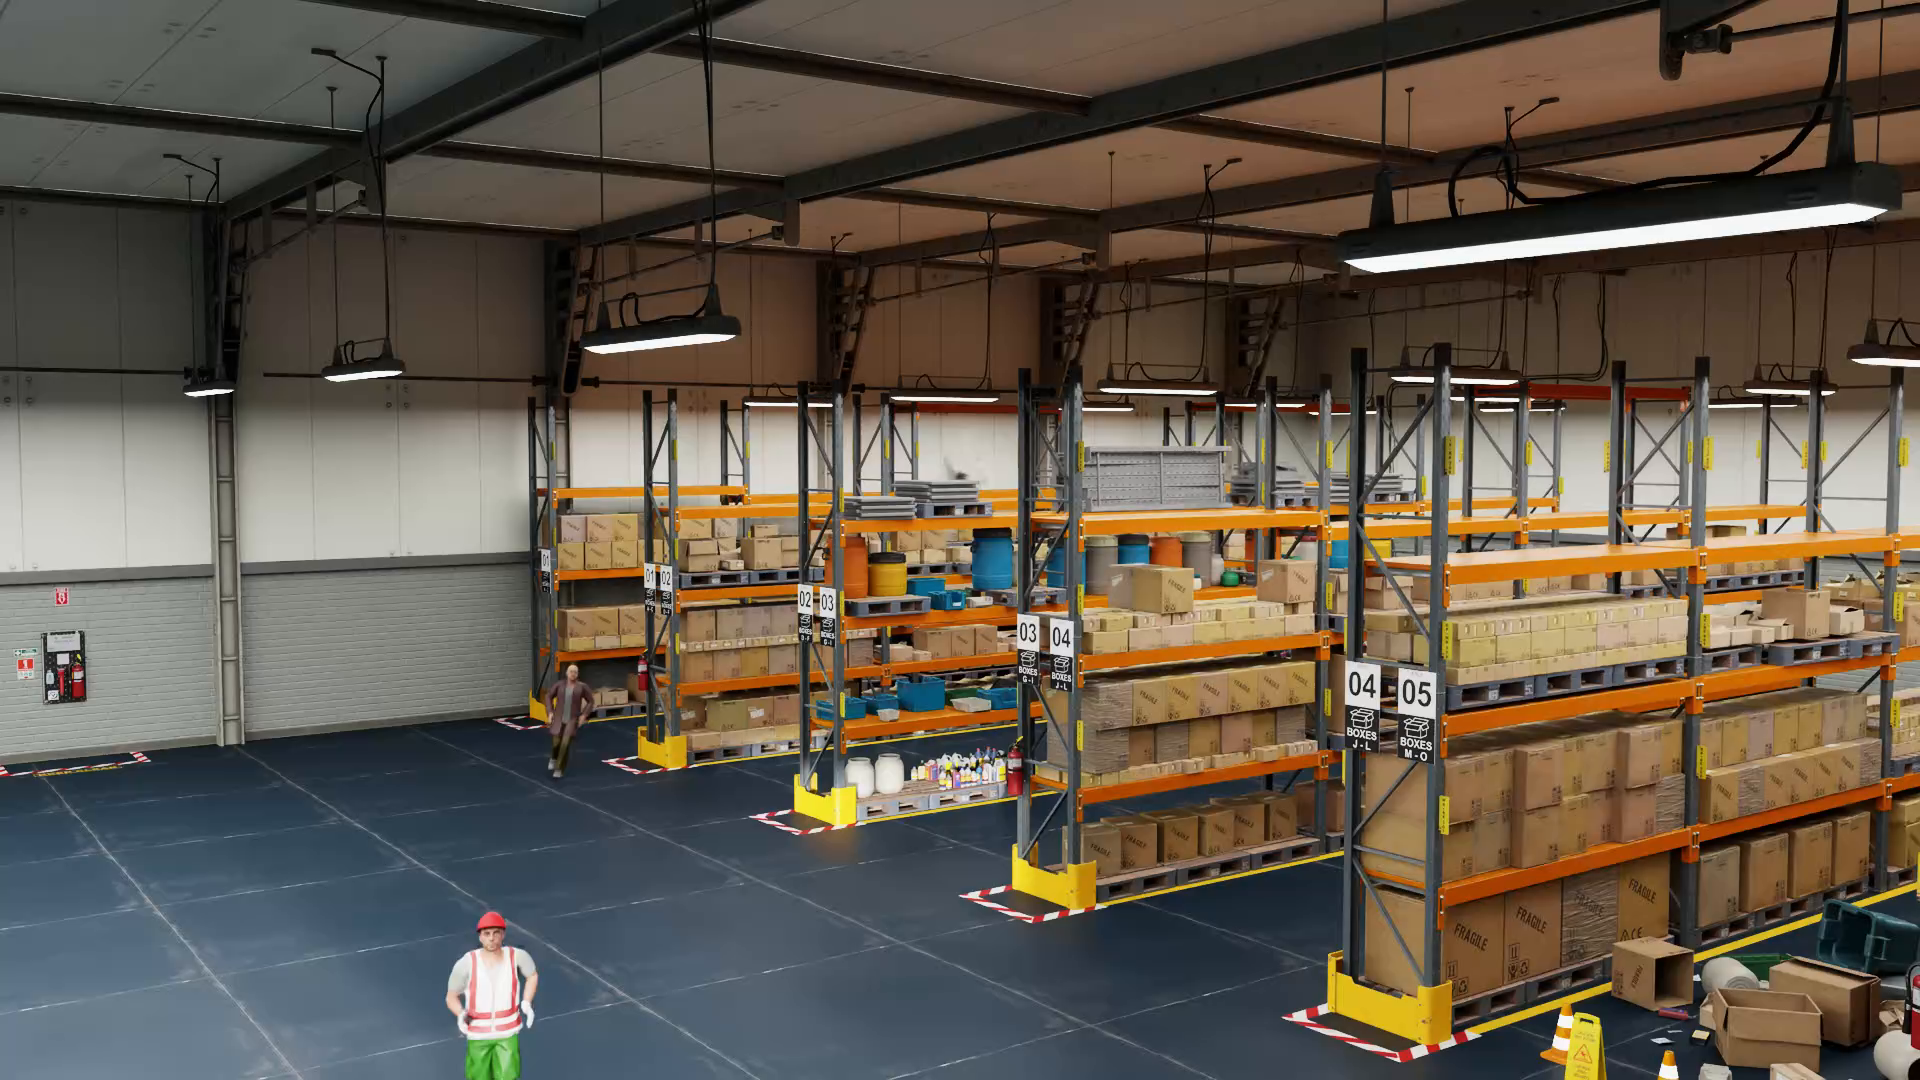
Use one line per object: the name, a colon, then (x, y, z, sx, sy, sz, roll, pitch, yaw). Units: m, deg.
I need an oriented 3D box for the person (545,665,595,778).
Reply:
person: (-6.033, 2.786, 25.721, 0.760, 1.720, 0.671, -1, 3, -9)

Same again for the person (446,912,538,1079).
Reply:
person: (-3.374, 3.566, 12.042, 0.655, 1.769, 0.888, -1, 4, -18)
